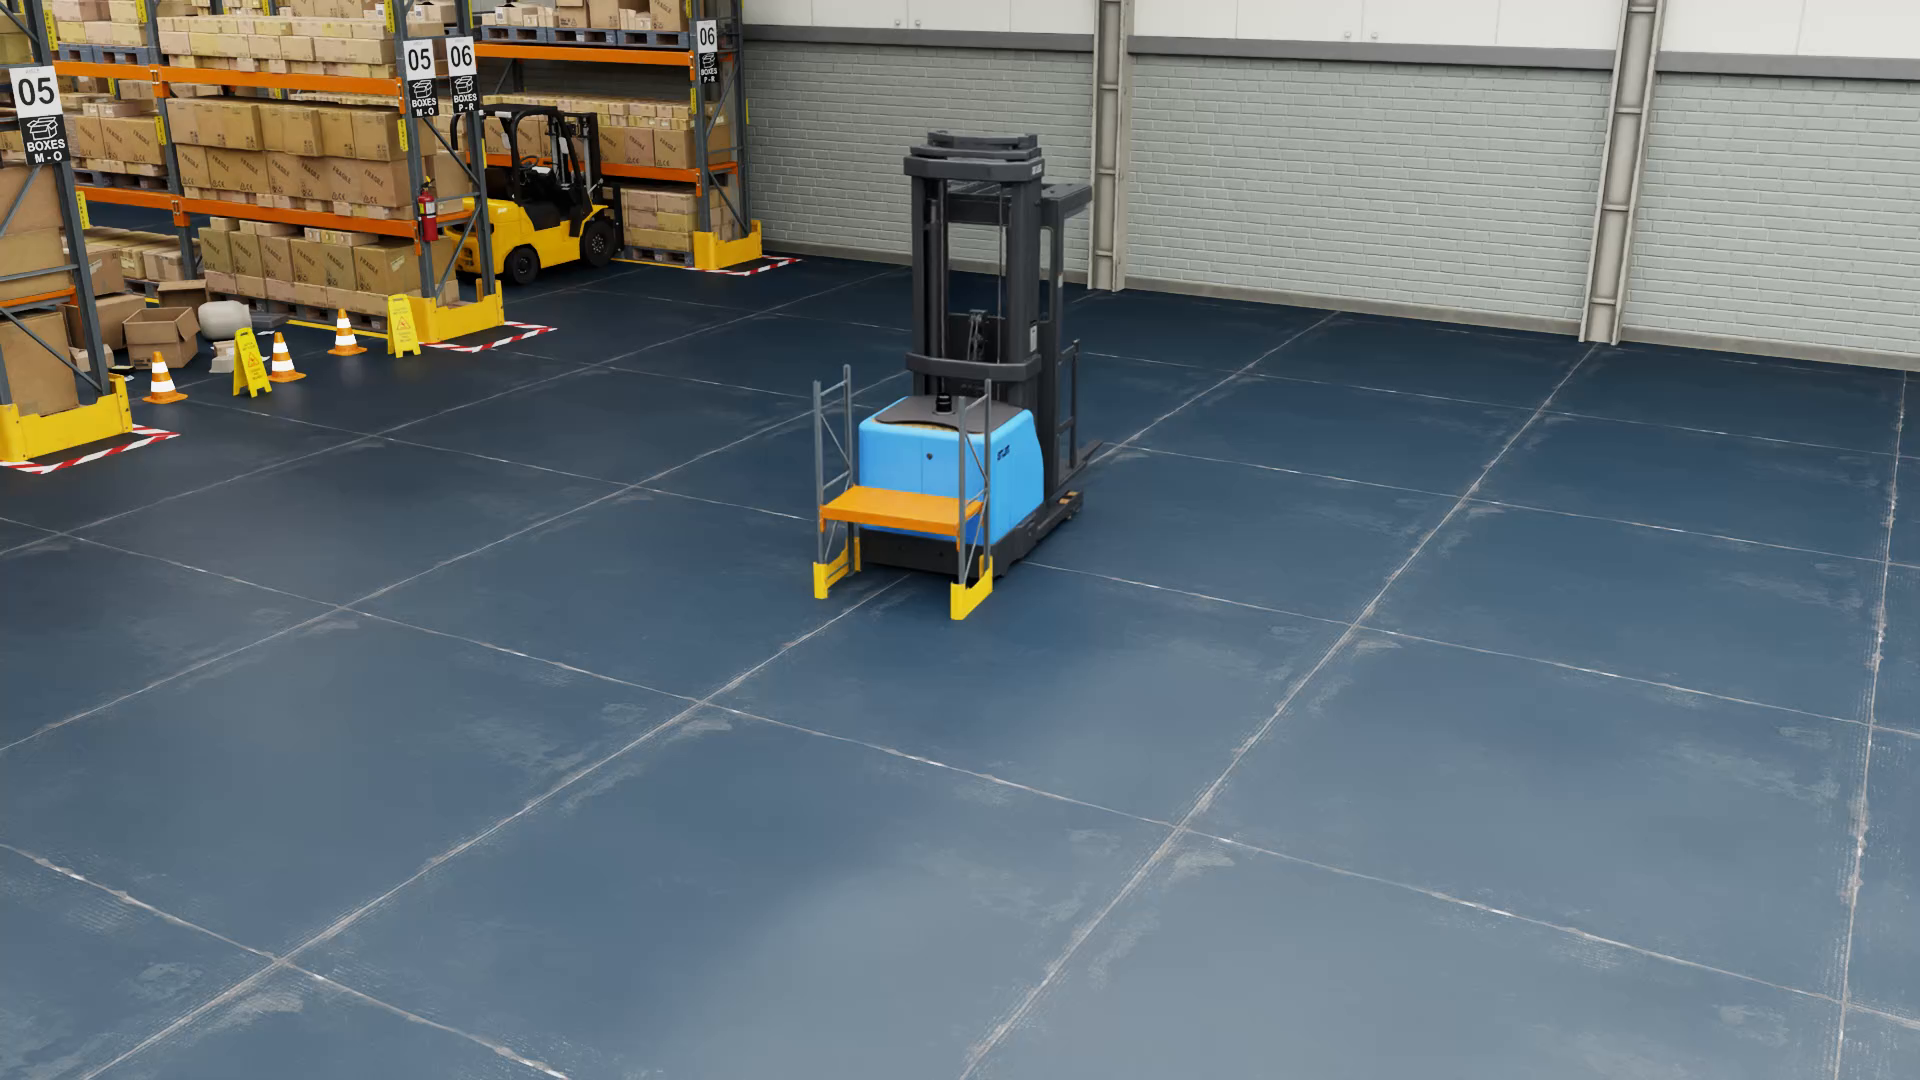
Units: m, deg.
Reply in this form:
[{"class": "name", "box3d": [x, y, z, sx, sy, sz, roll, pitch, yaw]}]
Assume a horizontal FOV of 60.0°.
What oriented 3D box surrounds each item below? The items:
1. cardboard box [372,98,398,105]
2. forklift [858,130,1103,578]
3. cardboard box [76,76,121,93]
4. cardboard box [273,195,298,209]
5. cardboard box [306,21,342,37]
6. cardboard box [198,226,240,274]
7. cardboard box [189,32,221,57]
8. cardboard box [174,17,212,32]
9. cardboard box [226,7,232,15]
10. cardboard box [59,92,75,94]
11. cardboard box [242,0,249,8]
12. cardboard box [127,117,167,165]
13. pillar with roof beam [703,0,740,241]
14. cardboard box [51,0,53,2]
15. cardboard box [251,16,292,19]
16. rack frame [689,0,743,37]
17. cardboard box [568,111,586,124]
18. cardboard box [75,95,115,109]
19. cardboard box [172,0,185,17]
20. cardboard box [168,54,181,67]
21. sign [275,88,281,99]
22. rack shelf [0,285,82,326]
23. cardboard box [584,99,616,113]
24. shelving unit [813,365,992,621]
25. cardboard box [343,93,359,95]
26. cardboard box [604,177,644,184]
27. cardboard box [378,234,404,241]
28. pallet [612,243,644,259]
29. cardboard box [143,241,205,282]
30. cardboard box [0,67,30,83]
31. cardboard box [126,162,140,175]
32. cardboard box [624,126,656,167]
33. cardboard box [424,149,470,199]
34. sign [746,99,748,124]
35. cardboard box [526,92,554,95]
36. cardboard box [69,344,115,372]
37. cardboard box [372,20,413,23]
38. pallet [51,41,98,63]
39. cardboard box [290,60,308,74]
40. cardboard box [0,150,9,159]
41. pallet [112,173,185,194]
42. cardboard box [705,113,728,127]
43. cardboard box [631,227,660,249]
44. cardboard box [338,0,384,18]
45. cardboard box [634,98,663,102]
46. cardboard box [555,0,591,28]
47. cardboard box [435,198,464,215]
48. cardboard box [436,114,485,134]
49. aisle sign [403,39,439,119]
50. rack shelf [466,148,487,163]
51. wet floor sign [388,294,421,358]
[{"class": "cardboard box", "box3d": [-8.500, -6.471, 24.709, 0.250, 0.149, 0.380, 10, 22, 26]}, {"class": "forklift", "box3d": [0.314, -1.578, 12.418, 1.130, 2.935, 3.031, 8, 21, 21]}, {"class": "cardboard box", "box3d": [-14.849, -7.983, 28.658, 0.500, 0.500, 0.500, 10, 22, 26]}, {"class": "cardboard box", "box3d": [-7.648, -3.911, 19.116, 0.250, 0.149, 0.380, 11, 23, 27]}, {"class": "cardboard box", "box3d": [-6.904, -5.587, 18.170, 0.250, 0.149, 0.380, 11, 23, 27]}, {"class": "cardboard box", "box3d": [-8.729, -3.505, 19.945, 0.500, 0.500, 0.500, 12, 23, 30]}, {"class": "cardboard box", "box3d": [-8.407, -5.668, 18.975, 0.500, 0.250, 0.500, 11, 22, 27]}, {"class": "cardboard box", "box3d": [-8.755, -5.909, 19.055, 0.250, 0.149, 0.380, 12, 23, 29]}, {"class": "cardboard box", "box3d": [-11.285, -8.212, 25.842, 0.250, 0.149, 0.380, 11, 23, 27]}, {"class": "cardboard box", "box3d": [-15.565, -7.568, 28.612, 0.500, 0.250, 0.500, 10, 22, 26]}, {"class": "cardboard box", "box3d": [-10.809, -8.280, 25.594, 0.250, 0.149, 0.380, 10, 22, 25]}, {"class": "cardboard box", "box3d": [-9.627, -4.819, 20.051, 0.500, 0.500, 0.500, 10, 22, 26]}, {"class": "pillar with roof beam", "box3d": [-5.470, -7.162, 18.912, 0.400, 9.000, 9.100, 11, 23, 27]}, {"class": "cardboard box", "box3d": [-14.684, -9.043, 27.548, 0.500, 0.250, 0.500, 10, 22, 26]}, {"class": "cardboard box", "box3d": [-7.990, -6.011, 19.336, 0.250, 0.149, 0.380, 12, 23, 29]}, {"class": "rack frame", "box3d": [-3.202, -8.059, 21.386, 0.127, 3.000, 1.000, 11, 23, 27]}, {"class": "cardboard box", "box3d": [-5.204, -5.862, 23.028, 0.250, 0.149, 0.380, 10, 22, 26]}, {"class": "cardboard box", "box3d": [-11.038, -5.592, 21.233, 0.250, 0.149, 0.380, 10, 22, 25]}, {"class": "cardboard box", "box3d": [-9.867, -6.494, 20.341, 0.500, 0.250, 0.500, 10, 22, 26]}, {"class": "cardboard box", "box3d": [-8.958, -5.592, 19.351, 0.250, 0.149, 0.380, 10, 22, 26]}, {"class": "sign", "box3d": [-10.443, -6.913, 25.443, 0.005, 0.325, 0.100, 11, 23, 27]}, {"class": "rack shelf", "box3d": [-9.692, -2.265, 15.264, 4.000, 0.370, 1.077, 11, 23, 27]}, {"class": "cardboard box", "box3d": [-4.960, -5.981, 22.920, 0.250, 0.149, 0.380, 11, 23, 28]}, {"class": "shelving unit", "box3d": [-0.383, -0.334, 11.087, 1.083, 1.500, 0.587, 8, 21, 20]}, {"class": "cardboard box", "box3d": [-9.325, -6.856, 25.769, 0.250, 0.149, 0.380, 11, 23, 27]}, {"class": "cardboard box", "box3d": [-4.843, -5.006, 23.716, 0.500, 0.250, 0.500, 10, 22, 26]}, {"class": "cardboard box", "box3d": [-6.669, -3.324, 19.446, 0.500, 0.500, 0.500, 10, 22, 25]}, {"class": "pallet", "box3d": [-4.951, -4.246, 23.761, 1.213, 0.211, 1.003, 11, 23, 27]}, {"class": "cardboard box", "box3d": [-9.571, -3.474, 20.782, 0.625, 0.372, 0.950, 11, 23, 28]}, {"class": "cardboard box", "box3d": [-8.089, -3.959, 14.088, 0.250, 0.149, 0.380, 11, 23, 28]}, {"class": "cardboard box", "box3d": [-9.917, -4.558, 20.283, 0.250, 0.149, 0.380, 10, 22, 26]}, {"class": "cardboard box", "box3d": [-4.209, -5.379, 22.647, 0.500, 0.500, 0.500, 12, 23, 29]}, {"class": "cardboard box", "box3d": [-5.898, -4.109, 18.710, 0.500, 0.500, 0.500, 10, 22, 26]}, {"class": "sign", "box3d": [-2.927, -5.847, 22.700, 0.005, 0.325, 0.100, 11, 23, 27]}, {"class": "cardboard box", "box3d": [-6.070, -6.379, 24.017, 0.250, 0.149, 0.380, 10, 22, 26]}, {"class": "cardboard box", "box3d": [-9.039, -1.913, 17.248, 0.258, 0.266, 0.396, 16, 25, 36]}, {"class": "cardboard box", "box3d": [-6.247, -5.644, 18.327, 0.250, 0.149, 0.380, 11, 23, 27]}, {"class": "pallet", "box3d": [-10.506, -6.054, 20.531, 1.003, 0.211, 1.213, 11, 23, 27]}, {"class": "cardboard box", "box3d": [-7.172, -5.250, 18.409, 0.250, 0.149, 0.380, 10, 22, 26]}, {"class": "cardboard box", "box3d": [-12.181, -5.004, 21.514, 0.250, 0.149, 0.380, 9, 22, 24]}, {"class": "pallet", "box3d": [-9.708, -4.506, 20.670, 1.213, 0.211, 1.003, 11, 23, 27]}, {"class": "cardboard box", "box3d": [-3.372, -5.724, 22.650, 0.250, 0.149, 0.380, 10, 22, 26]}, {"class": "cardboard box", "box3d": [-4.196, -4.213, 22.998, 0.500, 0.250, 0.500, 11, 23, 27]}, {"class": "cardboard box", "box3d": [-8.784, -7.909, 24.460, 0.500, 0.500, 0.500, 11, 23, 29]}, {"class": "cardboard box", "box3d": [-4.292, -6.025, 23.043, 0.250, 0.149, 0.380, 12, 23, 29]}, {"class": "cardboard box", "box3d": [-5.045, -7.252, 22.645, 0.637, 0.503, 0.797, 12, 23, 29]}, {"class": "cardboard box", "box3d": [-5.815, -3.761, 18.702, 0.250, 0.149, 0.380, 11, 23, 28]}, {"class": "cardboard box", "box3d": [-7.248, -6.074, 24.198, 0.500, 0.250, 0.500, 10, 22, 26]}, {"class": "aisle sign", "box3d": [-5.707, -4.886, 17.624, 0.004, 0.787, 0.394, 11, 23, 27]}, {"class": "rack shelf", "box3d": [-8.441, -5.899, 25.282, 4.000, 0.370, 1.077, 11, 23, 27]}, {"class": "wet floor sign", "box3d": [-5.976, -2.304, 17.770, 0.267, 0.644, 0.232, -16, 26, -38]}]
